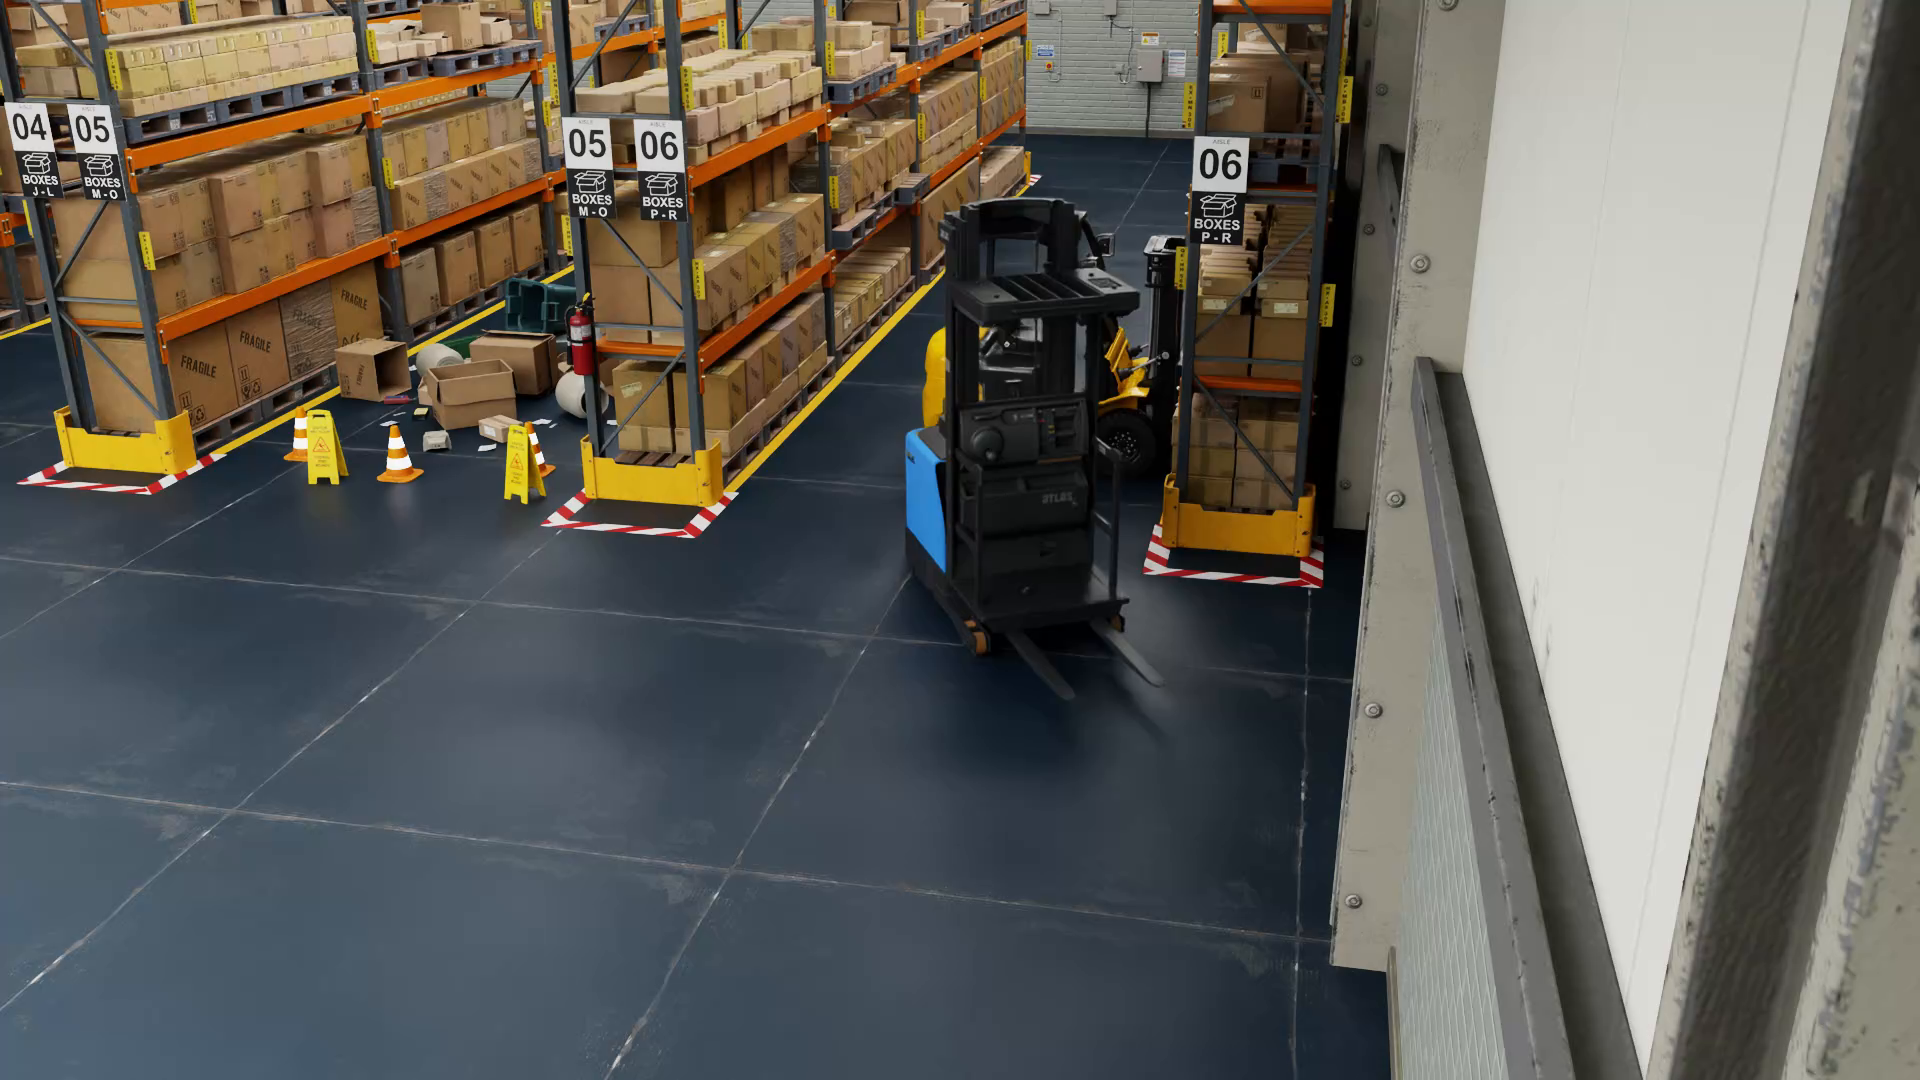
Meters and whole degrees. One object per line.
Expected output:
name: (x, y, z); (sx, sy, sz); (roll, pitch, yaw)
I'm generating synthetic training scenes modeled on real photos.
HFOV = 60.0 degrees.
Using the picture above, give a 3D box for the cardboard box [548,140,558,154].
cardboard box: (-5.593, -5.238, 22.149); (0.380, 0.149, 0.250); (4, 22, 10)

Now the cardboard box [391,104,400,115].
cardboard box: (-9.408, -7.048, 27.206); (0.380, 0.149, 0.250); (5, 23, 13)

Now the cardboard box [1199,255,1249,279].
cardboard box: (2.126, -2.191, 13.409); (0.380, 0.149, 0.250); (5, 22, 12)

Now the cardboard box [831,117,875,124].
cardboard box: (-1.333, -4.904, 20.450); (0.500, 0.500, 0.500); (4, 22, 9)

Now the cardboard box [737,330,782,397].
cardboard box: (-1.995, -1.670, 15.630); (0.500, 0.500, 0.500); (5, 22, 12)

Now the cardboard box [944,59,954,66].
cardboard box: (-0.287, -7.170, 24.832); (0.380, 0.149, 0.250); (5, 22, 12)

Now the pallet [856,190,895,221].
pallet: (-1.379, -3.855, 19.198); (1.003, 0.211, 1.213); (4, 22, 11)

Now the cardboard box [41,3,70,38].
cardboard box: (-11.267, -6.575, 20.875); (0.500, 0.500, 0.500); (4, 22, 9)

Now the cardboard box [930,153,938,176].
cardboard box: (-0.581, -4.951, 21.862); (0.500, 0.250, 0.500); (4, 22, 9)

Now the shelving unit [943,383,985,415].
shelving unit: (0.034, -0.617, 13.310); (0.258, 1.200, 0.503); (4, 22, 11)

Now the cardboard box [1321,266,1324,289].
cardboard box: (2.816, -2.186, 13.796); (0.380, 0.149, 0.250); (5, 22, 11)

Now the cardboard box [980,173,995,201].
cardboard box: (0.034, -5.362, 25.550); (0.875, 0.438, 0.875); (4, 22, 10)

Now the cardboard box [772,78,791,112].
cardboard box: (-1.878, -4.116, 15.376); (0.500, 0.250, 0.500); (4, 22, 10)

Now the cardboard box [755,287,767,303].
cardboard box: (-2.010, -2.304, 15.425); (0.380, 0.149, 0.250); (4, 22, 9)

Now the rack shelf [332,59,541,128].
rack shelf: (-6.290, -5.338, 19.571); (1.077, 0.370, 4.000); (4, 22, 11)

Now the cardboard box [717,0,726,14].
cardboard box: (-4.180, -8.886, 27.617); (0.500, 0.250, 0.500); (4, 22, 11)

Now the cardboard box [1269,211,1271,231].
cardboard box: (2.977, -3.382, 17.297); (0.500, 0.250, 0.500); (4, 22, 10)

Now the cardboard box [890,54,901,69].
cardboard box: (-0.916, -5.723, 19.901); (0.380, 0.149, 0.250); (4, 22, 11)

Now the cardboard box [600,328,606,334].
cardboard box: (-3.580, -2.525, 17.971); (0.500, 0.500, 0.500); (4, 22, 11)

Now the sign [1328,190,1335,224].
sign: (3.573, -3.228, 16.119); (0.100, 0.325, 0.005); (4, 22, 11)

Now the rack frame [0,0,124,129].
rack frame: (-7.514, -4.869, 13.427); (1.000, 3.000, 0.127); (4, 22, 11)

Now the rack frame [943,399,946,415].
rack frame: (-0.016, -0.528, 13.089); (0.240, 1.200, 0.015); (4, 22, 11)

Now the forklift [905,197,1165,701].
forklift: (0.512, -0.735, 11.284); (1.130, 2.935, 3.031); (-7, 23, -17)

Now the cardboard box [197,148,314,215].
cardboard box: (-7.050, -3.590, 16.636); (0.875, 0.550, 0.550); (4, 22, 11)

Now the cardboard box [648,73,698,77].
cardboard box: (-2.505, -3.994, 14.540); (0.380, 0.149, 0.250); (4, 22, 9)

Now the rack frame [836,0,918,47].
rack frame: (-1.015, -7.454, 19.847); (1.000, 3.000, 0.127); (4, 22, 11)

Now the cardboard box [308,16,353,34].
cardboard box: (-6.460, -5.277, 17.028); (0.380, 0.149, 0.250); (4, 22, 10)

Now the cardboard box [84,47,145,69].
cardboard box: (-7.134, -4.070, 14.031); (0.380, 0.149, 0.250); (5, 22, 12)

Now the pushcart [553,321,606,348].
pushcart: (-4.073, -2.148, 18.211); (1.648, 0.377, 0.936); (-3, 22, -8)

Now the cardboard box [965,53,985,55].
cardboard box: (0.167, -7.233, 24.987); (0.380, 0.149, 0.250); (4, 22, 10)

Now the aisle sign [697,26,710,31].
aisle sign: (-4.528, -9.193, 28.715); (0.394, 0.787, 0.004); (4, 22, 11)

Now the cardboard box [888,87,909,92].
cardboard box: (-0.961, -5.760, 22.198); (0.500, 0.500, 0.500); (4, 22, 11)

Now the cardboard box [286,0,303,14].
cardboard box: (-10.212, -8.040, 24.874); (0.500, 0.311, 0.500); (4, 22, 9)

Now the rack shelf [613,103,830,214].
rack shelf: (-2.239, -3.535, 15.093); (1.077, 0.370, 4.000); (4, 22, 11)

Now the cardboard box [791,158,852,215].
cardboard box: (-1.455, -3.737, 17.554); (0.500, 0.500, 0.500); (5, 22, 12)

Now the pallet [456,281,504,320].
pallet: (-6.367, -2.991, 20.528); (1.003, 0.211, 1.213); (4, 22, 11)

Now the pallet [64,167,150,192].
pallet: (-11.080, -4.611, 21.074); (1.003, 0.211, 1.213); (4, 22, 11)

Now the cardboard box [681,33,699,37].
cardboard box: (-4.697, -8.257, 28.000); (0.500, 0.500, 0.500); (5, 22, 12)

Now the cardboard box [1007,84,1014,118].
cardboard box: (0.566, -7.076, 26.804); (0.500, 0.500, 0.500); (5, 22, 12)

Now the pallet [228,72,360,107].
pallet: (-6.875, -4.601, 16.896); (1.003, 0.211, 1.213); (4, 22, 11)

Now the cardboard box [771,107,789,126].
cardboard box: (-1.821, -3.969, 15.546); (0.380, 0.149, 0.250); (5, 22, 12)

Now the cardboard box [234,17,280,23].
cardboard box: (-7.156, -5.234, 16.923); (0.380, 0.149, 0.250); (4, 22, 10)

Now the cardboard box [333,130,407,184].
cardboard box: (-6.602, -4.241, 18.427); (0.700, 0.500, 0.500); (4, 22, 10)

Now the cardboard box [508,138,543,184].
cardboard box: (-5.710, -4.873, 21.334); (0.500, 0.500, 0.500); (4, 22, 11)

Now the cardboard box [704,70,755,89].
cardboard box: (-2.034, -4.059, 14.701); (0.380, 0.149, 0.250); (5, 22, 12)

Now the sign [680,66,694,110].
sign: (-2.116, -3.501, 12.877); (0.100, 0.325, 0.005); (4, 22, 11)

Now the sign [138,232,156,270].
sign: (-6.972, -2.480, 14.261); (0.100, 0.325, 0.005); (4, 22, 11)

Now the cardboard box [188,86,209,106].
cardboard box: (-6.976, -3.981, 14.878); (0.380, 0.149, 0.250); (5, 22, 11)

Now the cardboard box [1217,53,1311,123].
cardboard box: (2.528, -3.808, 13.973); (0.797, 0.503, 0.637); (5, 23, 13)

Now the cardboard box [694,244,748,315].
cardboard box: (-2.177, -2.272, 14.477); (0.500, 0.500, 0.500); (5, 23, 13)

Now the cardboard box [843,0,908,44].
cardboard box: (-1.086, -6.455, 20.681); (0.797, 0.503, 0.637); (3, 22, 8)

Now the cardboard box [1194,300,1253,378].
cardboard box: (2.056, -1.615, 13.245); (0.500, 0.500, 0.500); (4, 22, 10)

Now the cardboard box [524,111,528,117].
cardboard box: (-6.123, -5.768, 22.668); (0.380, 0.149, 0.250); (5, 23, 13)

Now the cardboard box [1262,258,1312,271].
cardboard box: (2.617, -2.151, 13.310); (0.380, 0.149, 0.250); (5, 22, 12)

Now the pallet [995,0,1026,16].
pallet: (0.476, -8.675, 27.013); (1.003, 0.211, 1.213); (4, 22, 11)
